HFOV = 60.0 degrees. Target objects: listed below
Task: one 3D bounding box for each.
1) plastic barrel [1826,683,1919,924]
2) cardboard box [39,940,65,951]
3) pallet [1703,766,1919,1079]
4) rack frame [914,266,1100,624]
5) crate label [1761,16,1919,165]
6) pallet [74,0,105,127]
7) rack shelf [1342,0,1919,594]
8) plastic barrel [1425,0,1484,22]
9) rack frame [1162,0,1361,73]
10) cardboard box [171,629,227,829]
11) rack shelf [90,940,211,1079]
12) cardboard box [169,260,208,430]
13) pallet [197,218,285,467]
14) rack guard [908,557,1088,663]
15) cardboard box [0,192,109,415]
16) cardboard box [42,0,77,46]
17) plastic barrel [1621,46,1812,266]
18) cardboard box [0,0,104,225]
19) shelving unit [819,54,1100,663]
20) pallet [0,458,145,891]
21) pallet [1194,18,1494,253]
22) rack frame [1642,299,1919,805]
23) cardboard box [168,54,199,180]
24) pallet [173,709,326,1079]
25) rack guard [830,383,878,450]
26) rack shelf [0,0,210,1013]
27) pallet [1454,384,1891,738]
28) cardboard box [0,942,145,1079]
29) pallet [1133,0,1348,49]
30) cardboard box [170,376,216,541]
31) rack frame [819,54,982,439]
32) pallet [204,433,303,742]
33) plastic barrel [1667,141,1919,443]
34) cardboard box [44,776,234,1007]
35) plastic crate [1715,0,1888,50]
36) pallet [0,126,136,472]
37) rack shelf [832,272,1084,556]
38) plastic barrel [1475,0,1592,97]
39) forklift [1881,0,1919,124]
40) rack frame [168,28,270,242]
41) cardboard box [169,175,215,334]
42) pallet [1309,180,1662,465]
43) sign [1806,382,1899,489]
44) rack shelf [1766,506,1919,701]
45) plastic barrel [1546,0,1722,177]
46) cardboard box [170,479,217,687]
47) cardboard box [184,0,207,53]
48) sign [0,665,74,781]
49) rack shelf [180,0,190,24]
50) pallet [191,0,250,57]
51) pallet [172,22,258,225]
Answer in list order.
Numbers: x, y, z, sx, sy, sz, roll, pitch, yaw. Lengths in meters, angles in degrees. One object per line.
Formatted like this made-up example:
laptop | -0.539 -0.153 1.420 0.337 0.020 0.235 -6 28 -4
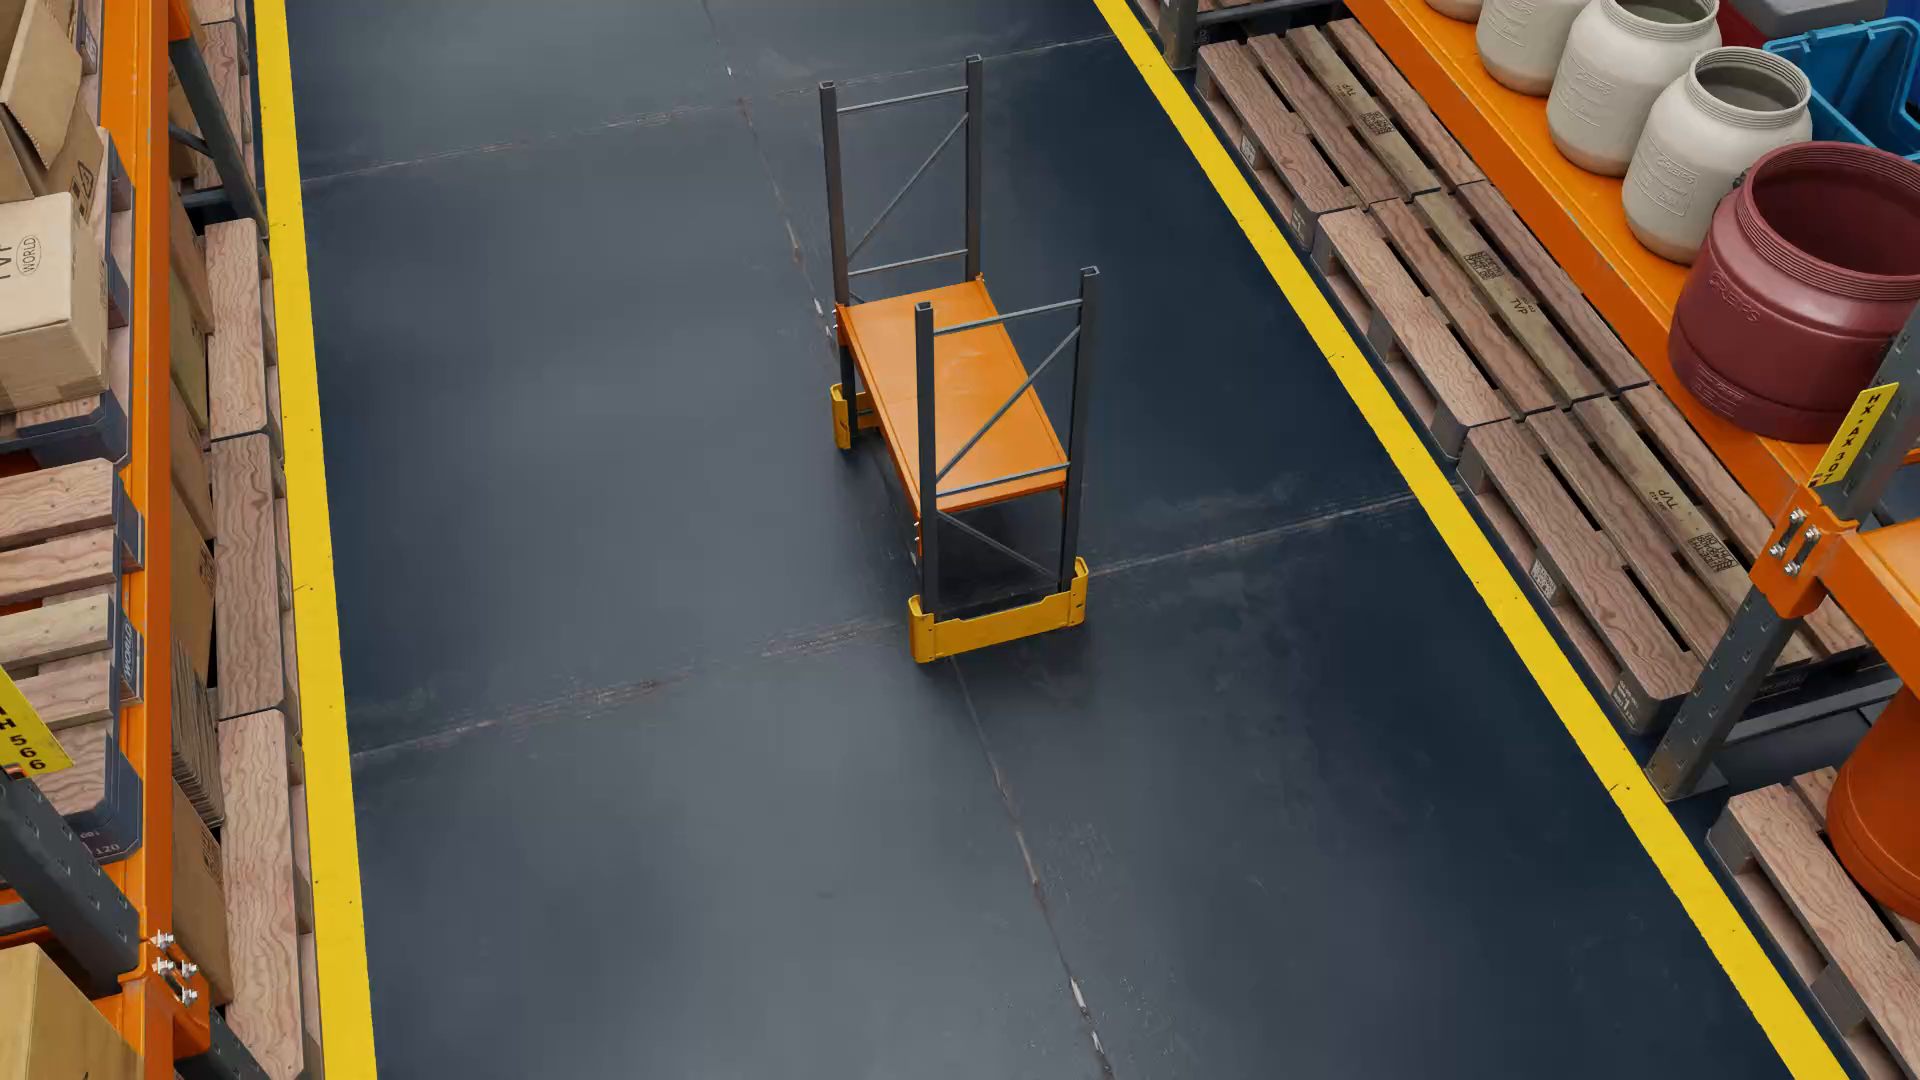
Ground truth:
plastic barrel | 2.766 0.600 4.427 0.600 0.830 0.708 -13 51 -11
cardboard box | -2.353 0.742 4.019 0.500 0.250 0.500 -11 51 -9
pallet | 2.878 1.147 4.645 1.003 0.211 1.213 -13 51 -11
rack frame | 0.125 -0.174 4.916 0.500 1.500 0.032 -13 51 -11
crate label | 2.570 -1.116 4.706 0.502 0.435 0.616 -13 51 -11
pallet | -3.222 -1.466 5.150 1.003 0.211 1.213 -13 51 -11
rack shelf | 2.014 -1.547 5.562 1.077 0.370 4.000 -13 51 -11
plastic barrel | 1.713 -1.999 5.384 0.433 0.535 0.433 0 50 0
rack frame | 1.423 -3.239 6.519 1.000 3.000 0.127 -13 51 -11
cardboard box | -2.519 0.579 4.647 0.700 0.500 0.500 -17 52 -14
rack shelf | -1.535 2.495 2.155 1.077 0.370 4.000 -13 51 -11
cardboard box | -3.025 -0.649 5.683 0.700 0.500 0.500 -14 51 -11
pallet | -3.077 -0.652 6.162 1.003 0.211 1.213 -13 51 -11
rack guard | 0.125 0.227 5.395 0.587 0.250 0.087 -13 51 -11
cardboard box | -2.402 -0.561 4.084 0.500 0.250 0.500 -15 51 -12
cardboard box | -3.208 -1.836 4.669 1.000 1.000 1.000 -13 51 -11
plastic barrel | 2.097 -1.057 4.606 0.421 0.512 0.421 0 50 0
cardboard box | -2.708 -1.043 4.325 0.797 0.503 0.637 -9 50 -7
shelving unit | -0.023 -0.539 5.224 0.587 1.500 1.083 -13 51 -11
pallet | -2.438 0.368 3.604 1.213 0.211 1.003 -13 51 -11
pallet | 1.692 -1.776 7.109 1.003 0.211 1.213 -13 51 -11
rack frame | 2.605 -0.318 4.056 1.000 3.000 0.127 -13 51 -11
cardboard box | -3.389 -1.750 6.624 0.500 0.500 0.500 -15 51 -12
pallet | -2.356 1.130 4.659 1.003 0.211 1.213 -13 51 -11
rack guard | -0.170 -0.500 6.008 0.587 0.250 0.087 -13 51 -11
rack shelf | -2.717 -0.427 4.618 1.077 0.370 4.000 -13 51 -11
pallet | 2.413 0.007 5.606 1.003 0.211 1.213 -13 51 -11
cardboard box | -1.743 1.074 2.817 0.500 0.500 0.500 -12 51 -10
pallet | 1.264 -2.840 8.006 1.003 0.211 1.213 -13 51 -11
cardboard box | -2.859 -0.241 5.338 0.700 0.500 0.500 -17 52 -14
rack frame | -0.176 -0.917 5.542 0.500 1.500 0.032 -13 51 -11
pallet | -2.713 0.240 5.409 1.003 0.211 1.213 -13 51 -11
plastic barrel | 2.179 -0.632 4.232 0.600 0.536 0.708 -13 51 -11
cardboard box | -2.343 0.981 4.308 0.700 0.500 0.500 -16 52 -13
plastic crate | 2.420 -1.588 5.085 0.402 0.464 0.583 -13 51 -11
pallet | -2.750 -0.573 4.396 1.003 0.211 1.213 -13 51 -11
rack shelf | -0.025 -0.430 5.367 0.538 0.185 1.000 -13 51 -11
plastic barrel | 1.841 -1.683 5.118 0.433 0.535 0.433 0 50 0
forklift | 4.621 -2.241 5.723 1.130 2.935 3.031 -15 52 -12
rack frame | -3.309 -2.119 5.575 1.000 3.000 0.127 -13 51 -11
cardboard box | -3.148 -1.002 5.980 0.700 0.500 0.500 -17 52 -14
pallet | 2.056 -0.883 6.356 1.003 0.211 1.213 -13 51 -11
sign | 2.082 -0.241 3.884 0.100 0.325 0.005 -13 51 -11
rack shelf | 3.197 1.375 3.100 1.077 0.370 4.000 -13 51 -11
plastic barrel | 1.973 -1.364 4.865 0.421 0.512 0.421 0 50 0
cardboard box | -2.694 0.167 4.995 0.700 0.500 0.500 -9 51 -8
cardboard box | -3.566 -2.167 6.975 0.500 0.500 0.500 1 50 1
sign | -1.597 0.301 2.777 0.100 0.325 0.005 -13 51 -11
rack shelf | -3.900 -3.348 7.081 1.077 0.370 4.000 -13 51 -11
pallet | -3.906 -2.596 7.800 1.003 0.211 1.213 -13 51 -11
pallet | -3.541 -1.703 7.048 1.003 0.211 1.213 -13 51 -11
